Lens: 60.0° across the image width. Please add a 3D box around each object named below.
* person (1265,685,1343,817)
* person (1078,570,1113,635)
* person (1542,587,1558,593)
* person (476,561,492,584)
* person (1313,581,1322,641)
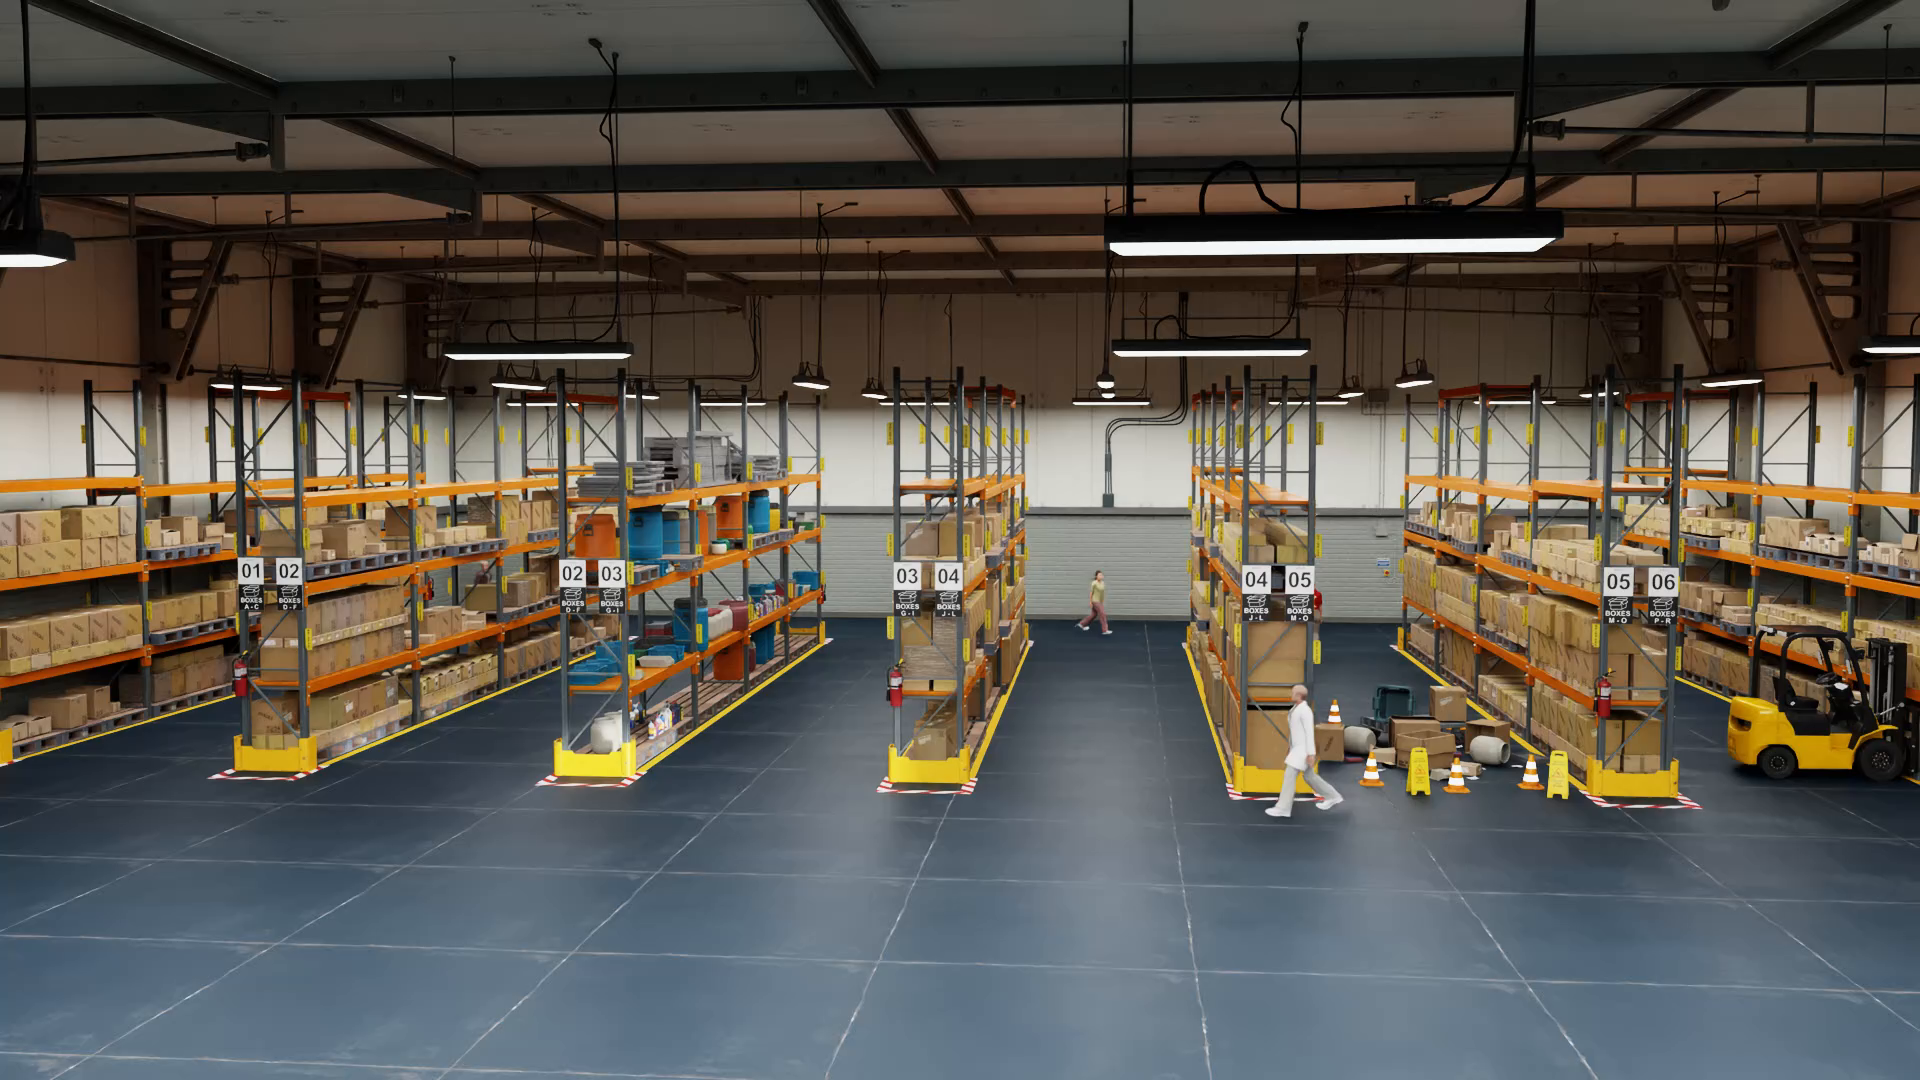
[{"bbox_3d":[4.539,2.765,21.907,1.111,1.736,0.640,0,4,-8],"label":"person"},{"bbox_3d":[3.454,1.571,42.174,1.063,1.616,0.445,2,4,32],"label":"person"},{"bbox_3d":[14.801,1.623,41.775,0.456,1.526,0.962,1,4,18],"label":"person"},{"bbox_3d":[-12.303,1.425,42.958,0.534,1.777,0.609,1,4,10],"label":"person"},{"bbox_3d":[8.064,1.779,37.996,0.587,1.724,0.481,-3,4,-36],"label":"person"}]
